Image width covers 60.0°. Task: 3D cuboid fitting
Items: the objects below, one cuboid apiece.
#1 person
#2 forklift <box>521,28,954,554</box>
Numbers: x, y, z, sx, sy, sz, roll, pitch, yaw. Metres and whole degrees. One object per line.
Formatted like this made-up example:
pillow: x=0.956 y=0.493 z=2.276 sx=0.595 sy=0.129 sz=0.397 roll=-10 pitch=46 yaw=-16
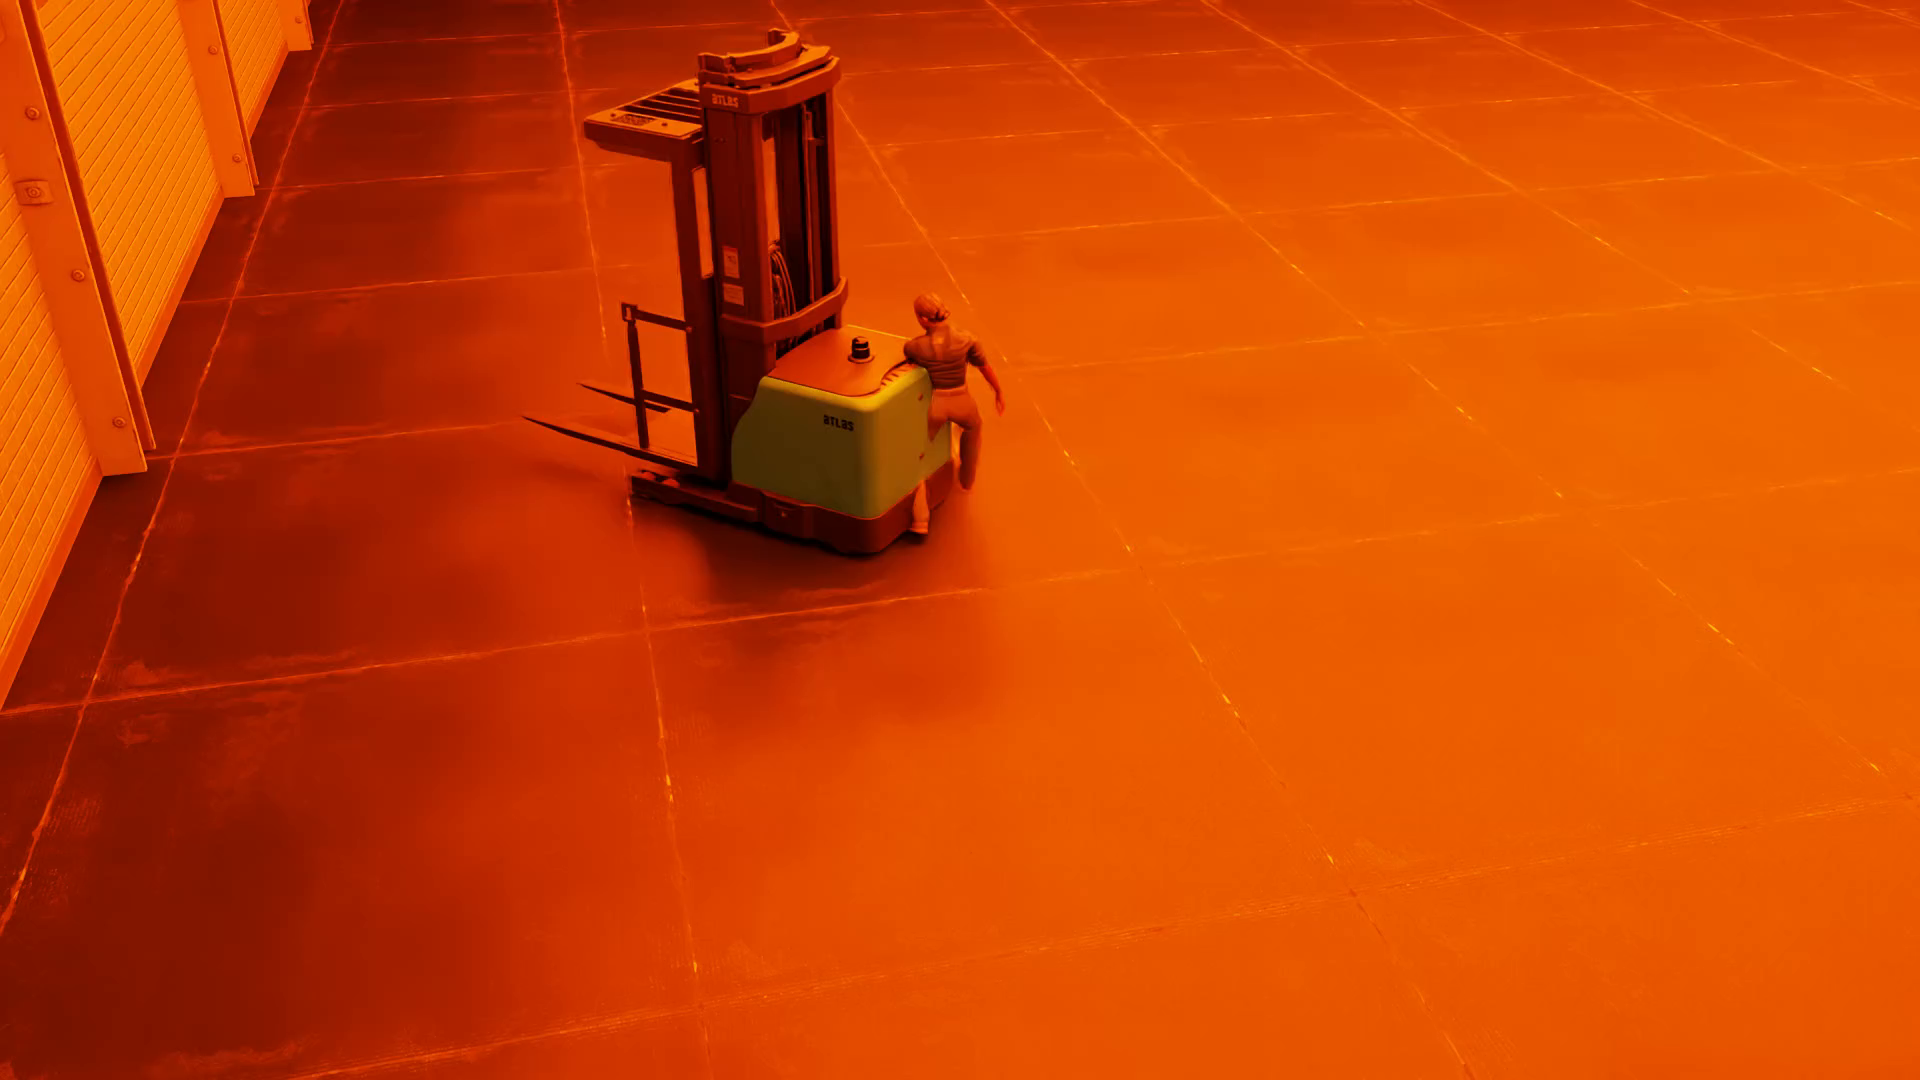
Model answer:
person: x=-0.081 y=-0.882 z=10.527 sx=0.743 sy=1.532 sz=0.879 roll=-7 pitch=31 yaw=-12
forklift: x=-1.577 y=-1.711 z=10.531 sx=3.031 sy=2.935 sz=1.130 roll=16 pitch=34 yaw=26
